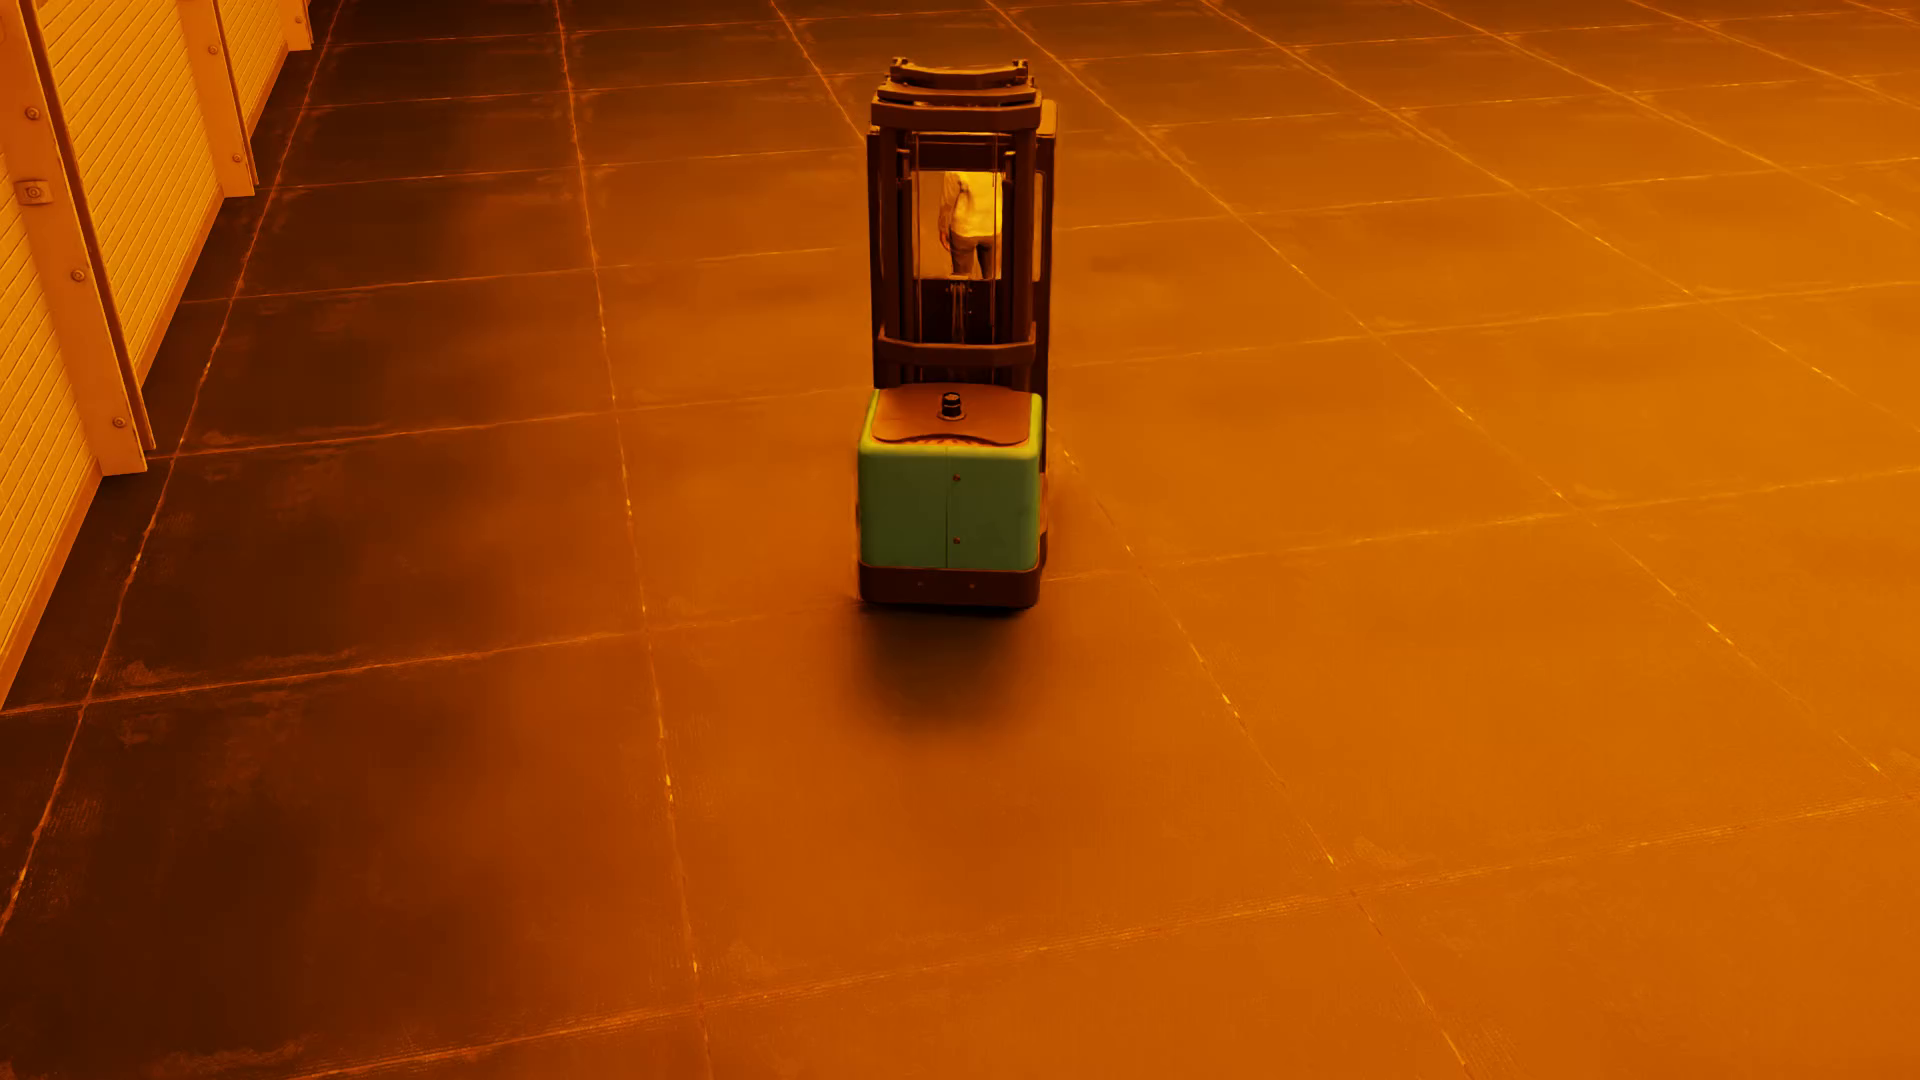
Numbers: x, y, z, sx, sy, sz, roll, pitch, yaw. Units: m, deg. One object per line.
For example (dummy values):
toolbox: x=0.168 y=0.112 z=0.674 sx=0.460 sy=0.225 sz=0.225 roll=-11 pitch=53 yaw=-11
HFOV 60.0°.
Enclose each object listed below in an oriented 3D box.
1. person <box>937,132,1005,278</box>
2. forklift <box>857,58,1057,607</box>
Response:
person: x=0.102 y=-2.451 z=12.966 sx=0.619 sy=1.785 sz=0.528 roll=-10 pitch=32 yaw=-17
forklift: x=0.021 y=-1.585 z=10.313 sx=1.130 sy=2.935 sz=3.031 roll=2 pitch=30 yaw=3
